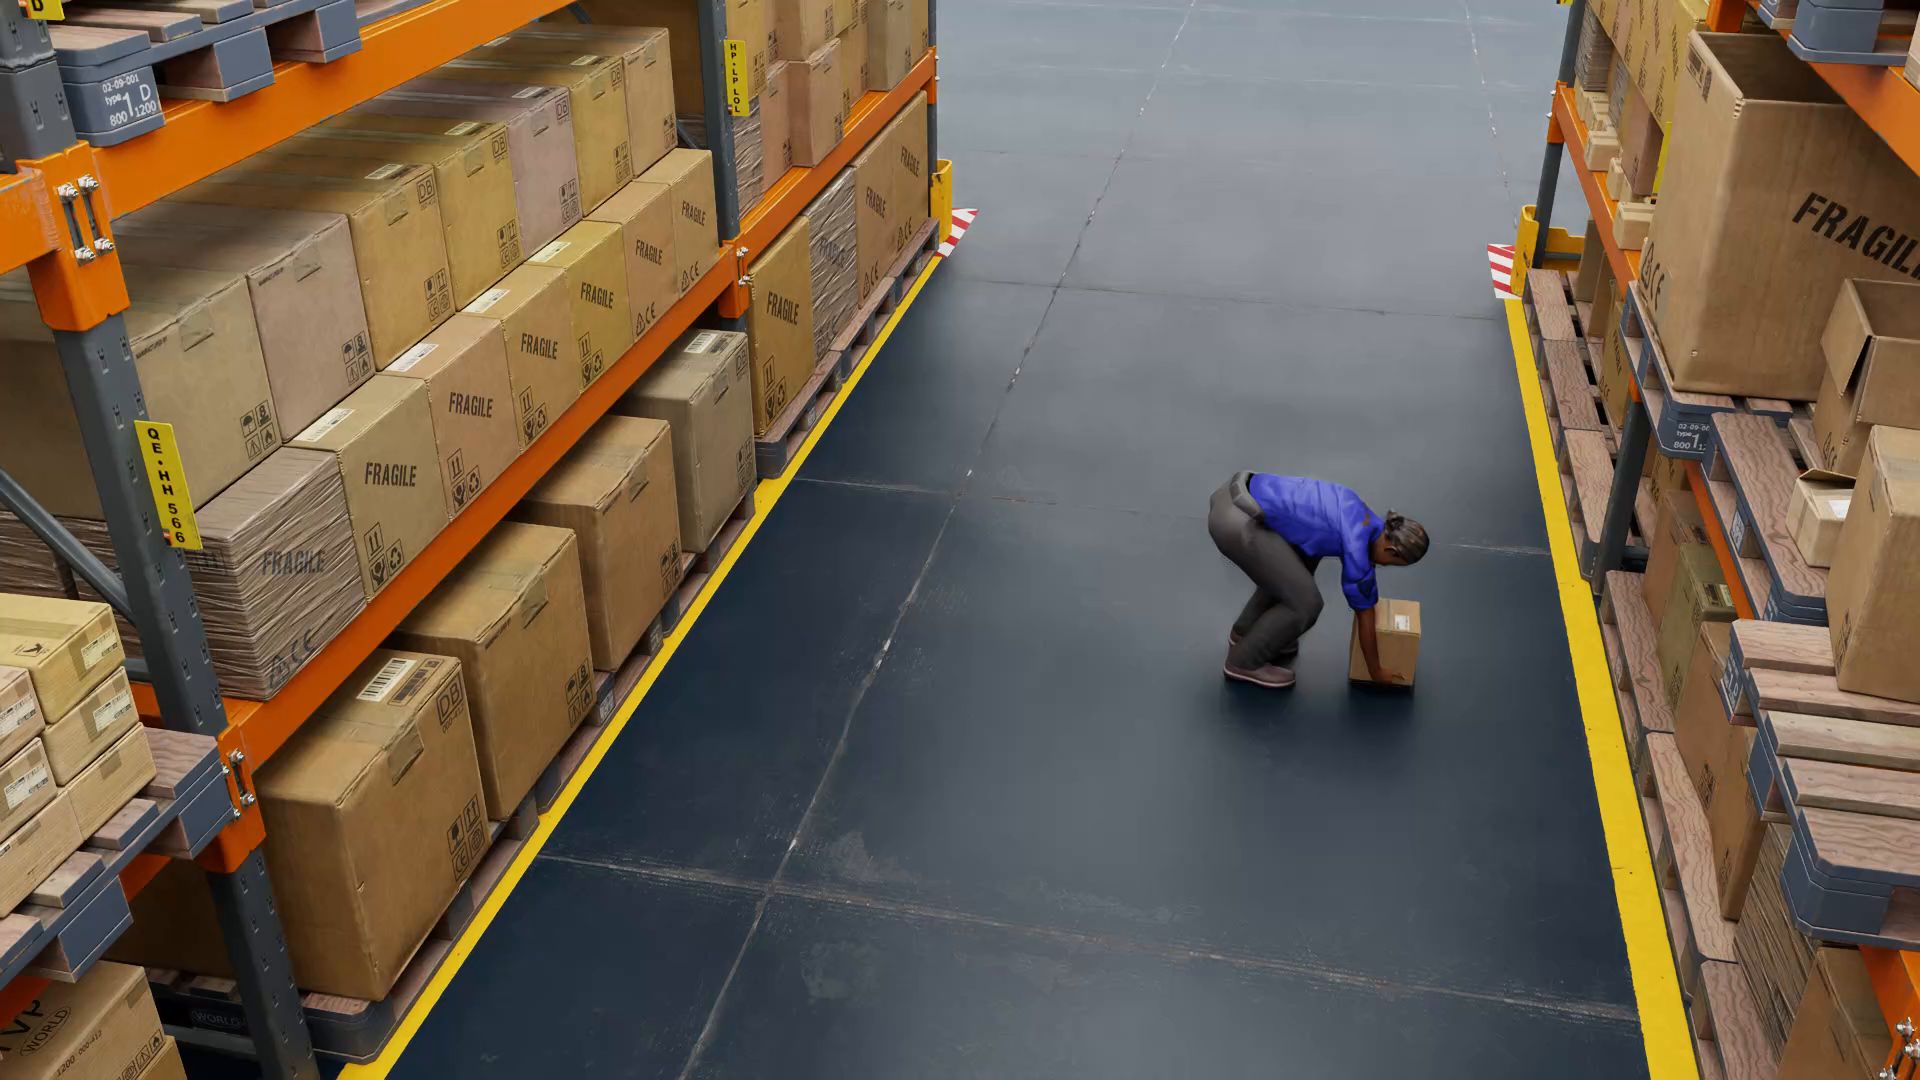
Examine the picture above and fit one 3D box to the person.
[{"bbox_3d":[1.412,0.151,6.679,0.866,0.864,0.465,5,29,8],"label":"person"}]
